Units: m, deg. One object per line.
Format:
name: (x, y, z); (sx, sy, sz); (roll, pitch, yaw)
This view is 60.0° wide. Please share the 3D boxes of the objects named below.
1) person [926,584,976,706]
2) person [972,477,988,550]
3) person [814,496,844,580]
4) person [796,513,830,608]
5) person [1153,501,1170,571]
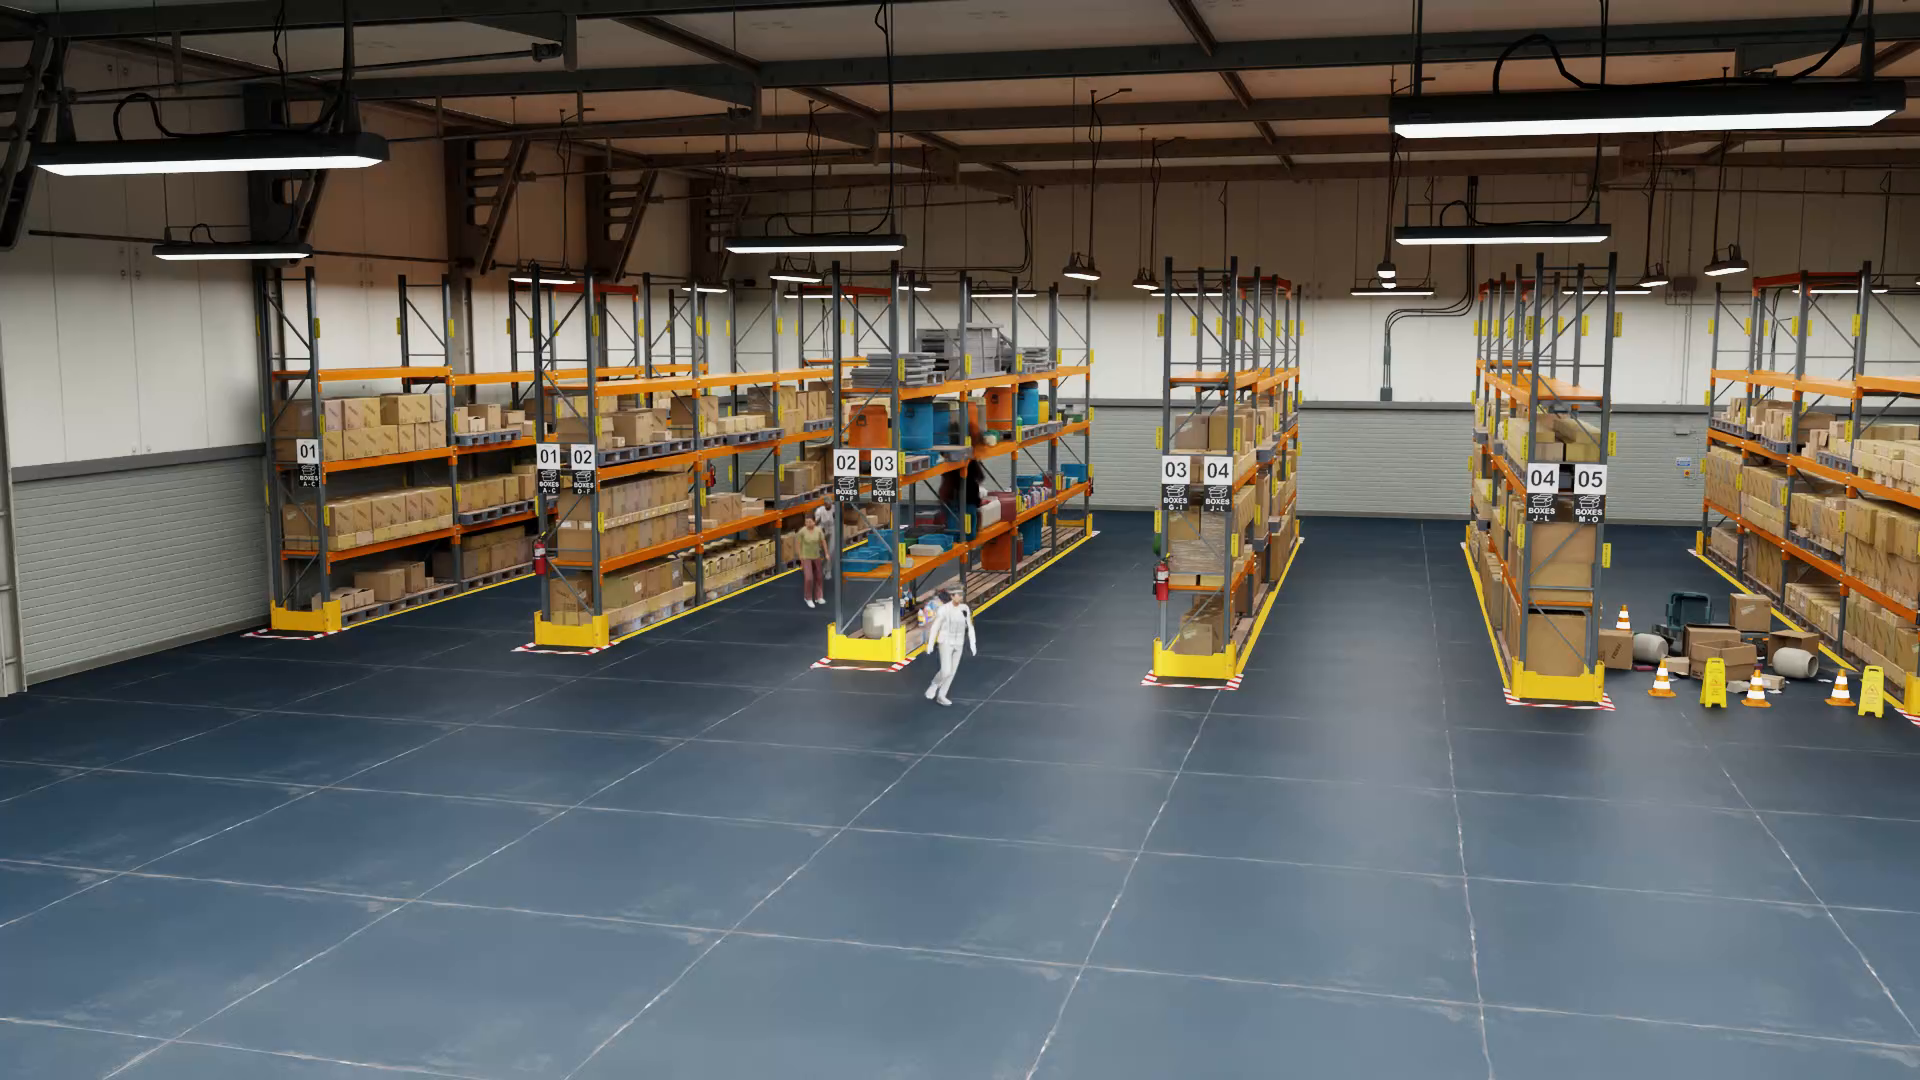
person: (-0.118, 1.390, 22.117); (0.608, 1.649, 0.530); (-4, 8, -28)
person: (0.319, -0.588, 37.574); (0.689, 1.681, 0.713); (0, 7, 1)
person: (-2.539, -0.086, 32.161); (0.608, 1.615, 0.952); (-1, 7, -8)
person: (-2.536, 0.326, 28.464); (0.573, 1.645, 0.555); (-4, 8, -27)
person: (4.234, -0.085, 33.842); (0.660, 1.539, 1.111); (5, 9, 33)
